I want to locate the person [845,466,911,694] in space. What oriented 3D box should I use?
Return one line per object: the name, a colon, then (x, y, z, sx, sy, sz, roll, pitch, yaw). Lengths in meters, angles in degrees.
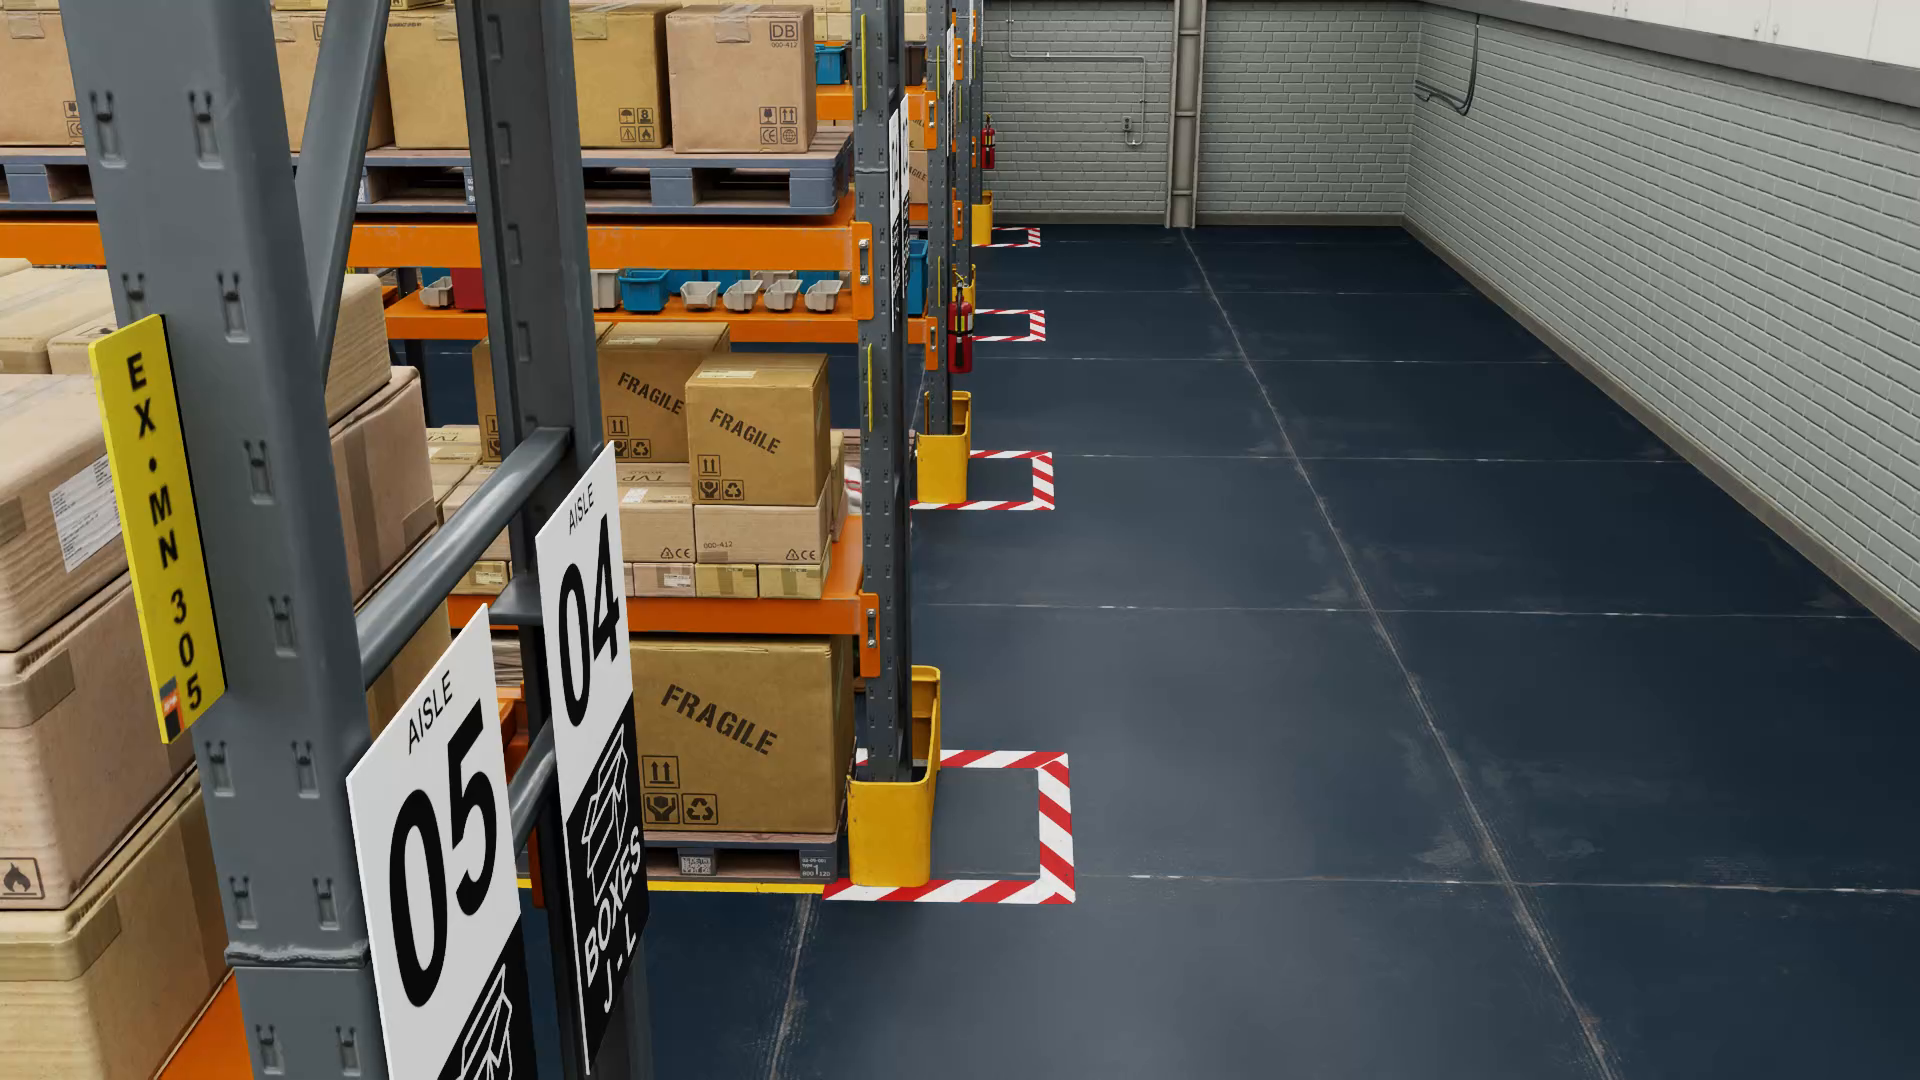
person: (-0.704, 0.119, 8.775, 0.887, 1.401, 0.478, -5, 21, -14)
